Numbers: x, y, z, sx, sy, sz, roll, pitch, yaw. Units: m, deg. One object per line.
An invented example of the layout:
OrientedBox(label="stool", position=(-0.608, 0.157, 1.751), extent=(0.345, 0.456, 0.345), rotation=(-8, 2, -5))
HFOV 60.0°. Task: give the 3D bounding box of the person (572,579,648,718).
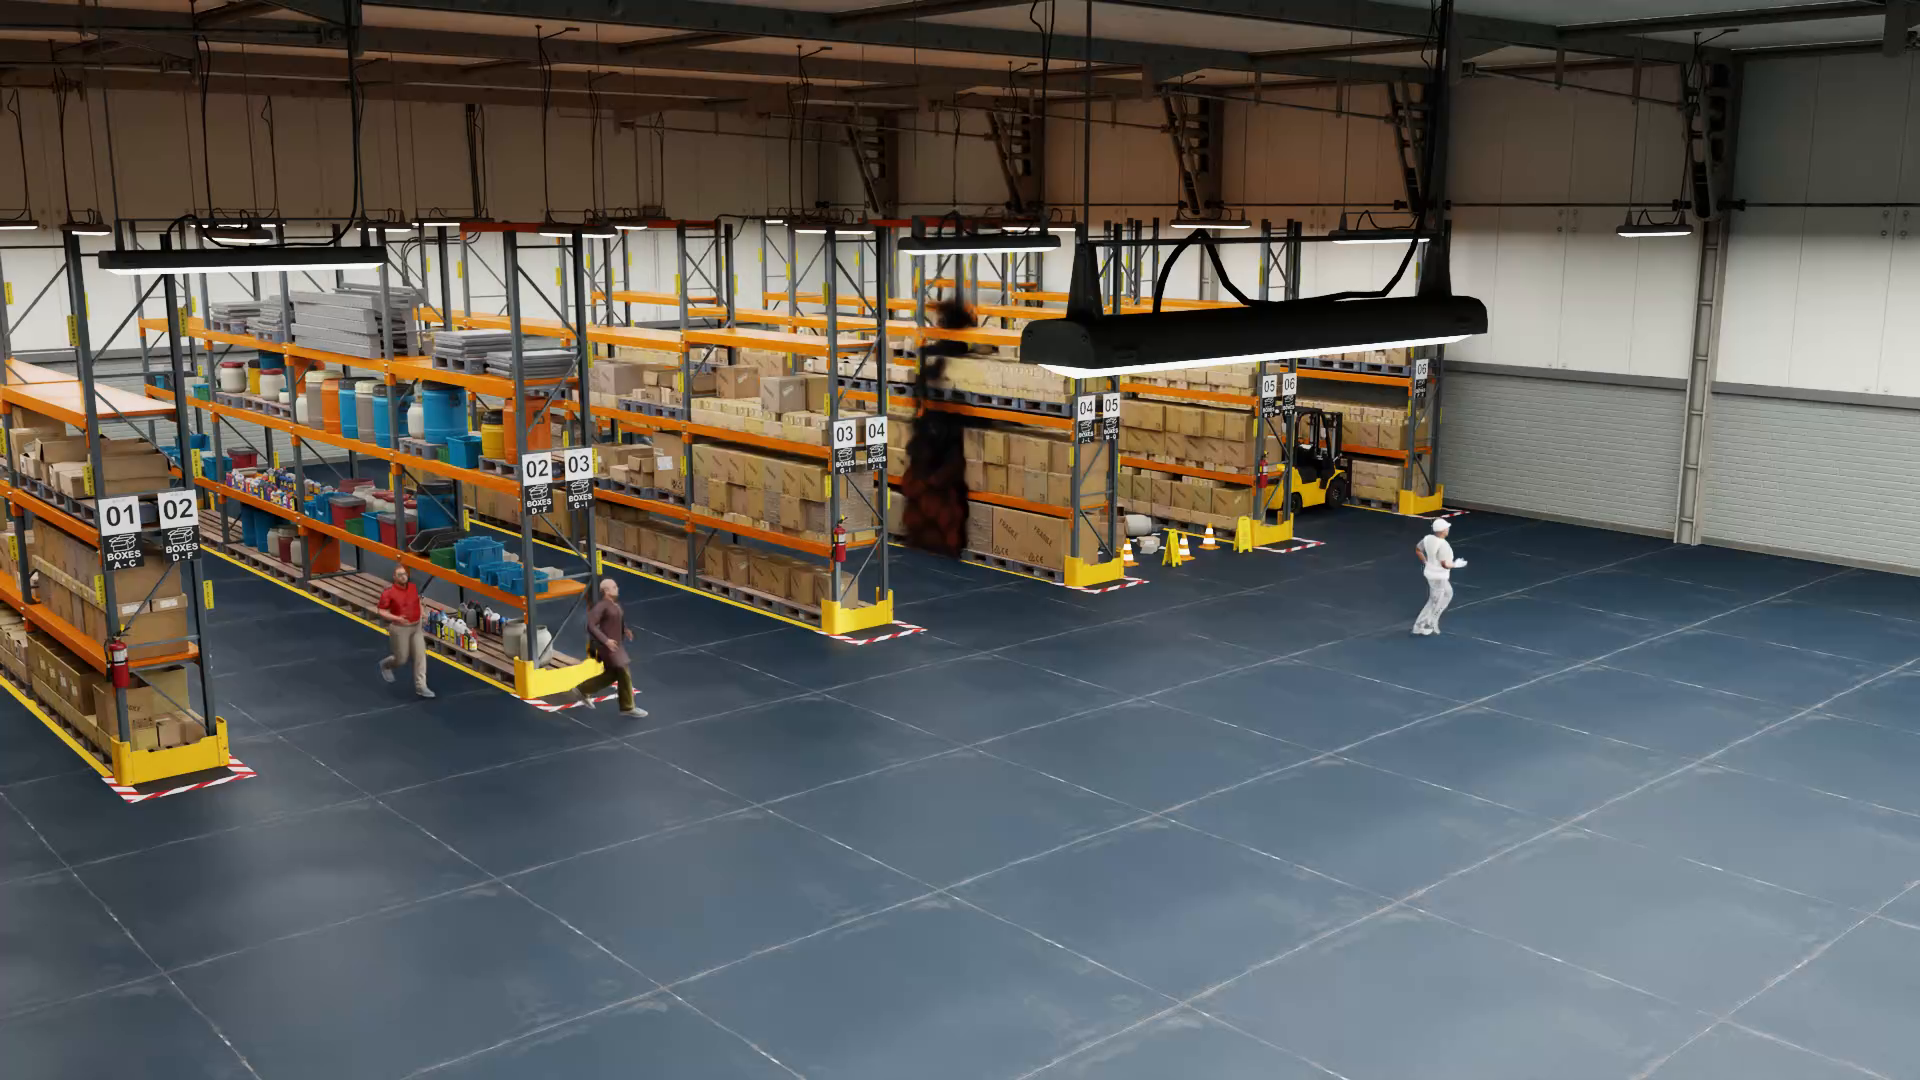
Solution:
OrientedBox(label="person", position=(-4.400, 1.347, 20.740), extent=(0.968, 1.766, 0.715), rotation=(0, 11, 0))

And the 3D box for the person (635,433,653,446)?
OrientedBox(label="person", position=(-8.051, -2.854, 41.973), extent=(0.766, 1.627, 0.528), rotation=(-10, 15, -41))

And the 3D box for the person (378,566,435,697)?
OrientedBox(label="person", position=(-7.229, 1.176, 21.731), extent=(0.972, 1.693, 0.678), rotation=(10, 15, 40))

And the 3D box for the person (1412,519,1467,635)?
OrientedBox(label="person", position=(7.087, 0.569, 24.597), extent=(0.720, 1.802, 0.653), rotation=(-1, 11, -3))
